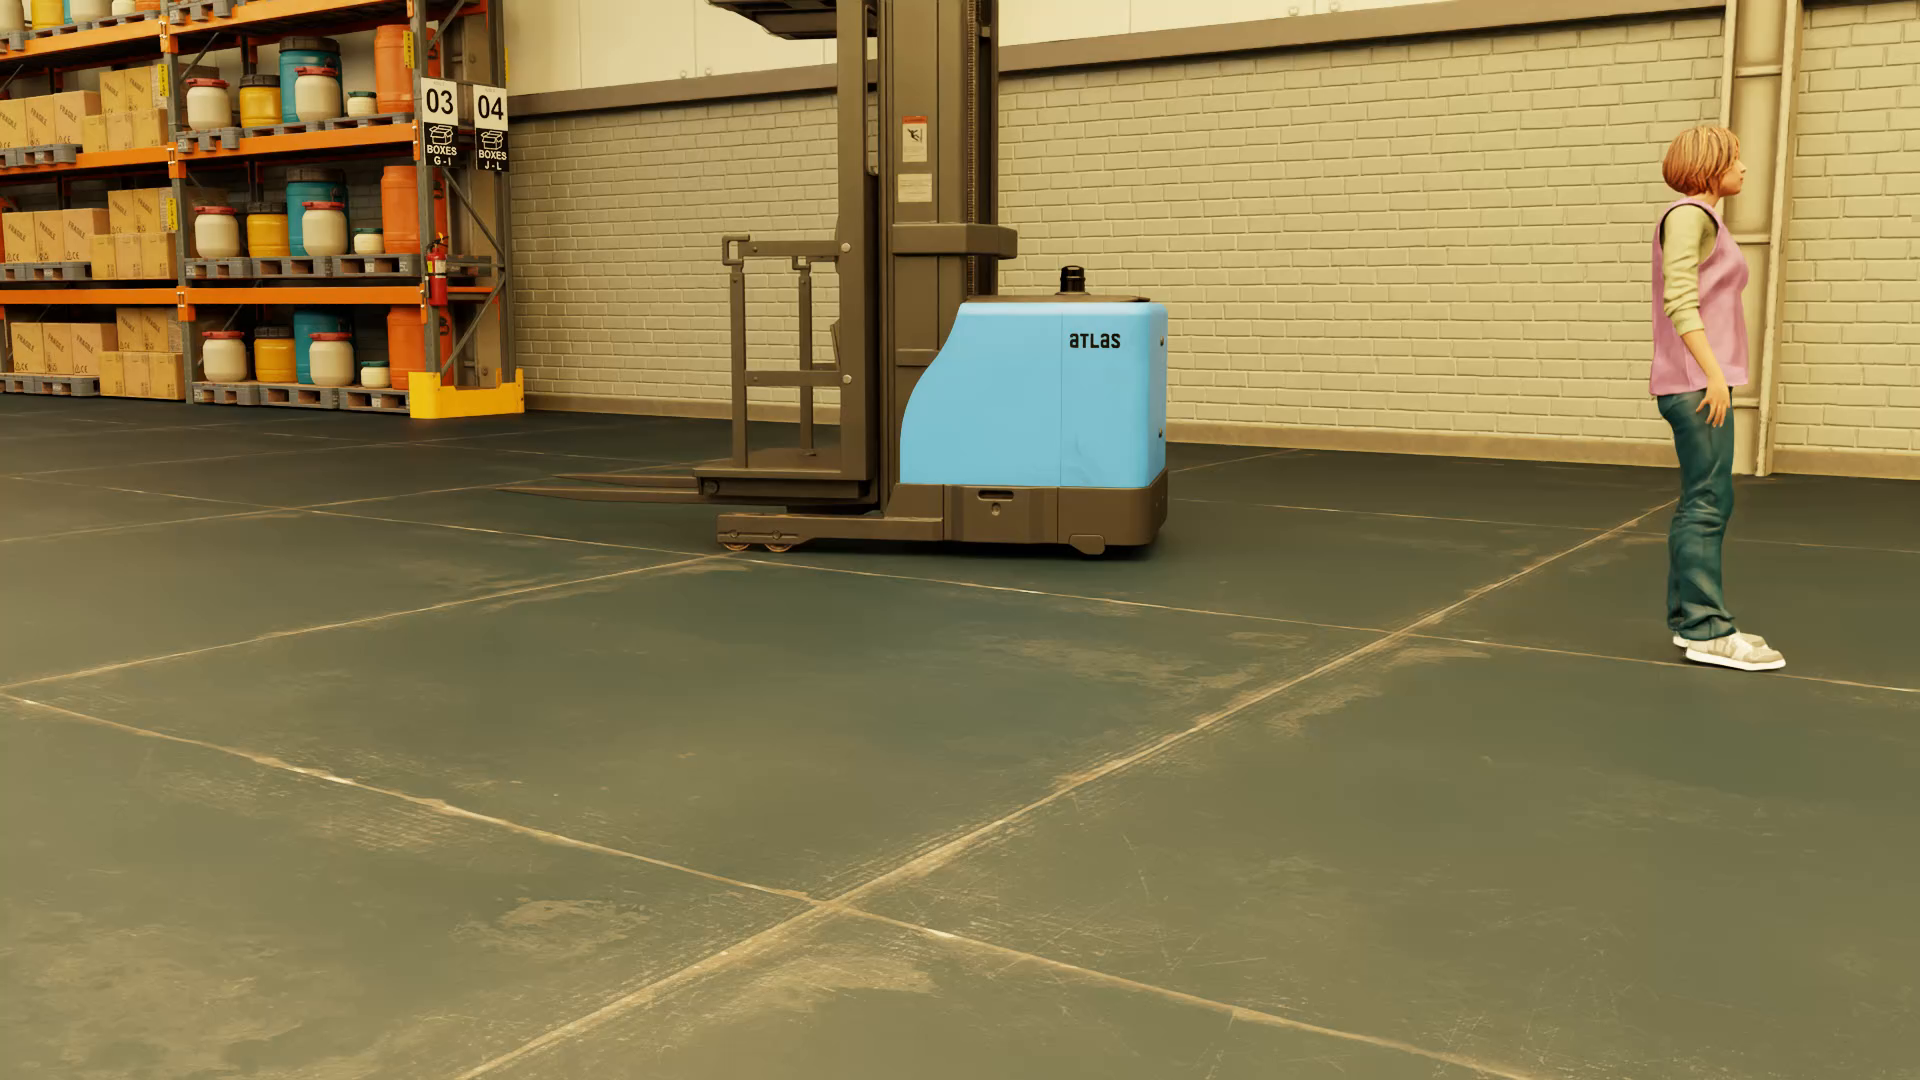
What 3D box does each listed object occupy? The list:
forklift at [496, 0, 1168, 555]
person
[{"bbox_3d":[-0.596,-1.469,7.520,3.031,2.935,1.130,2,8,12],"label":"forklift"},{"bbox_3d":[2.306,-0.439,5.024,0.437,1.610,0.499,4,9,26],"label":"person"}]
